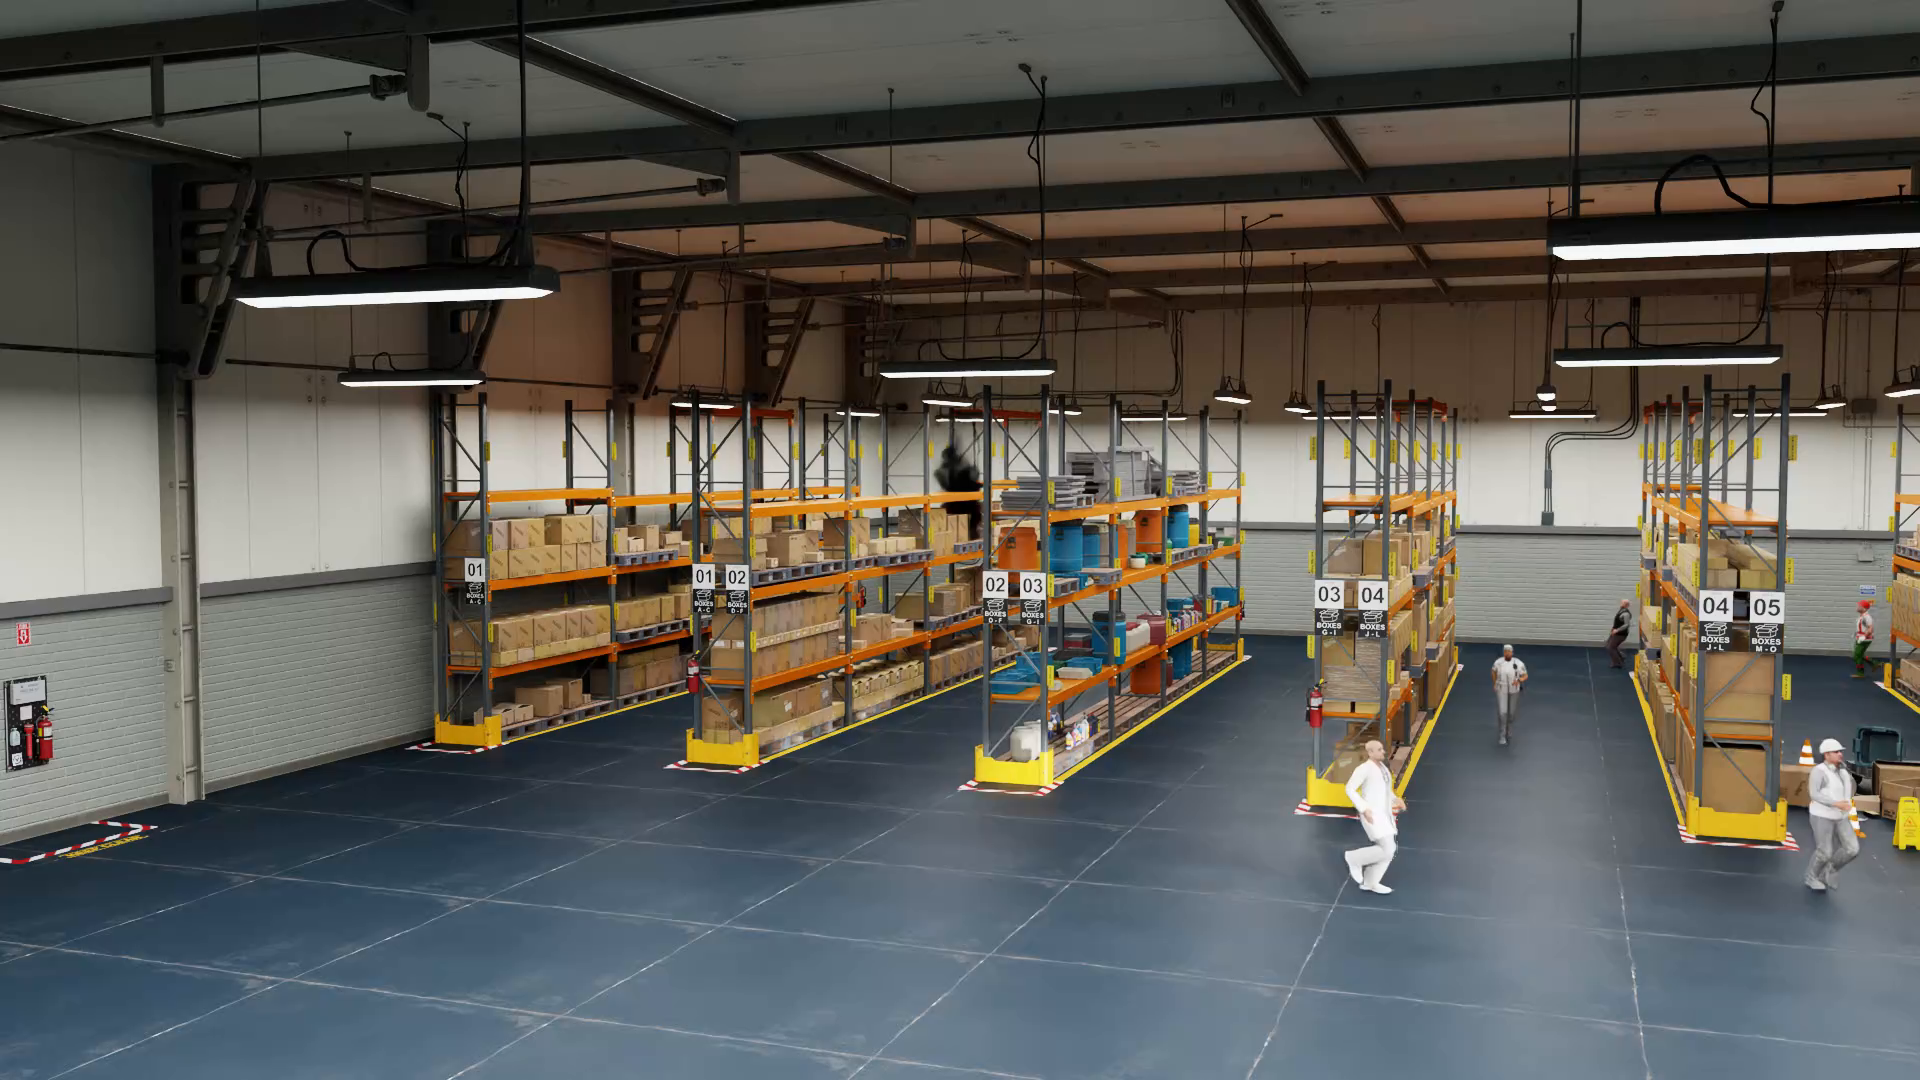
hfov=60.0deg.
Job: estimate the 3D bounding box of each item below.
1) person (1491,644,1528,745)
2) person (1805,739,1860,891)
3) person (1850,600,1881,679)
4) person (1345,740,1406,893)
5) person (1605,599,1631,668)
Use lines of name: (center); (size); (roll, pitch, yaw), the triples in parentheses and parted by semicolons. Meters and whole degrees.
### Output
person: (9.477, 2.648, 28.698); (0.597, 1.717, 0.778); (1, 3, 16)
person: (9.896, 3.126, 18.811); (0.683, 1.761, 0.653); (-1, 3, -20)
person: (19.962, 2.196, 36.561); (0.623, 1.745, 0.716); (1, 3, 16)
person: (4.718, 3.133, 18.846); (0.635, 1.730, 0.708); (3, 4, 41)
person: (15.094, 2.151, 38.156); (0.541, 1.635, 0.743); (1, 3, 19)
